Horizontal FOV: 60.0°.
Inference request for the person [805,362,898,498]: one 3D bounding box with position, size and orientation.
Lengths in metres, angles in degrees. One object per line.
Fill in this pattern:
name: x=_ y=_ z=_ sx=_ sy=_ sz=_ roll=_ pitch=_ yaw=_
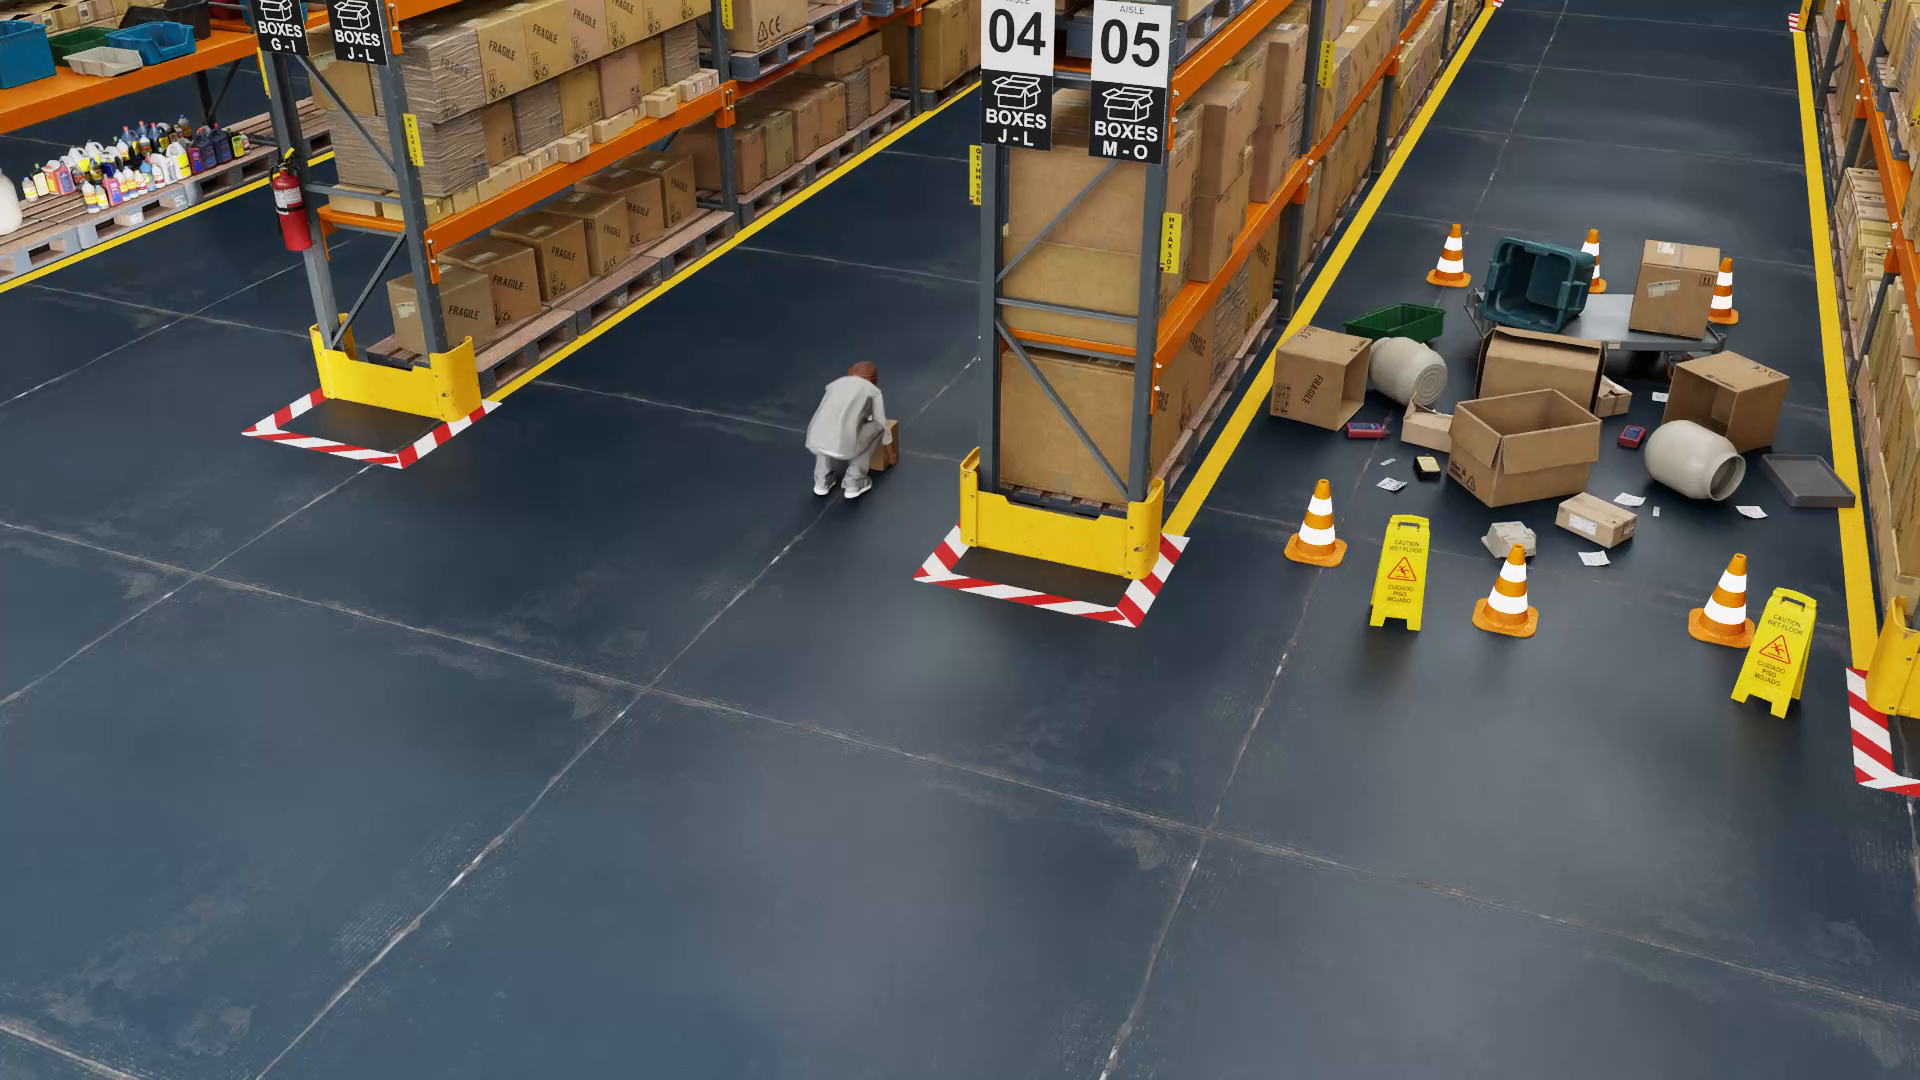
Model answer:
person: x=-0.699 y=-0.662 z=10.483 sx=0.423 sy=0.730 sz=0.850 roll=11 pitch=32 yaw=18
